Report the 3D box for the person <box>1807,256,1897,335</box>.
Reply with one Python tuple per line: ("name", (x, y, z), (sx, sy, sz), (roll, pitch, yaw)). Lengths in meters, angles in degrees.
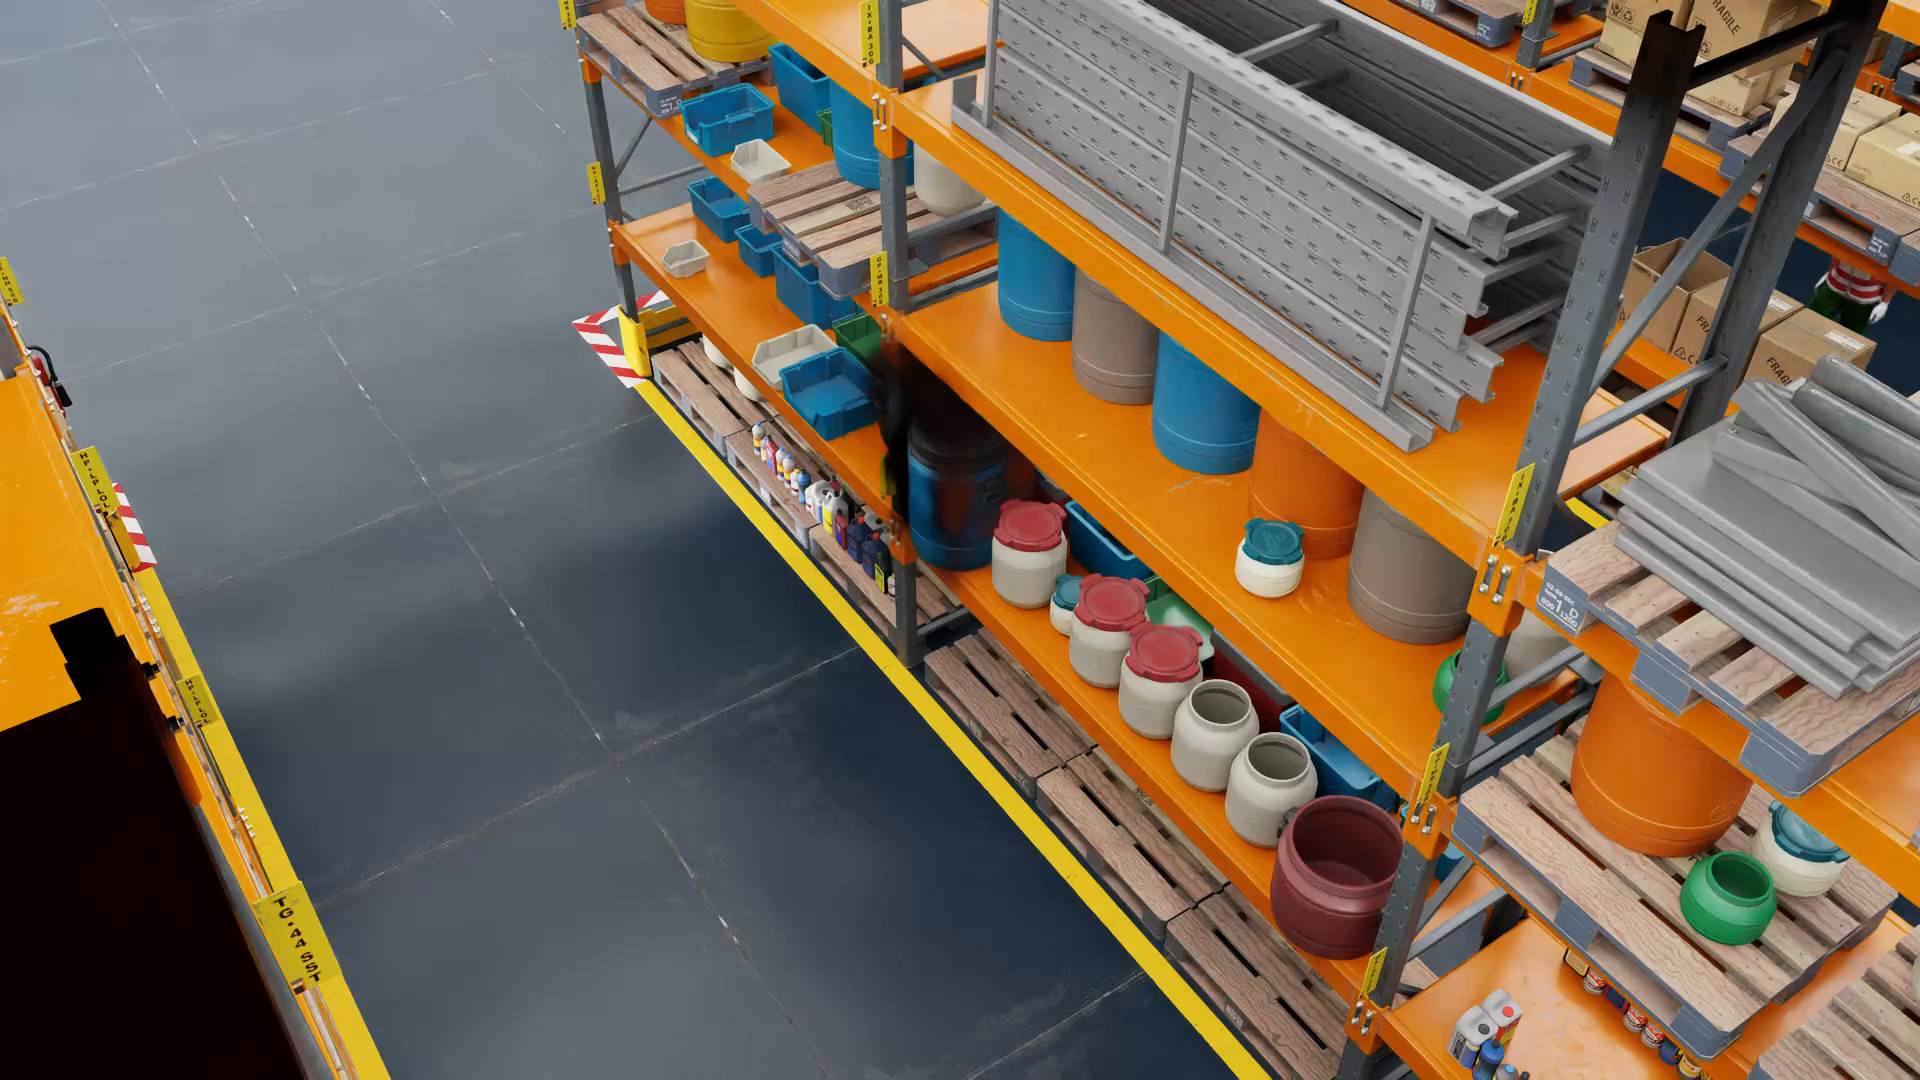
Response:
("person", (6.633, -1.811, 12.405), (0.541, 1.789, 0.548), (32, 52, 30))
